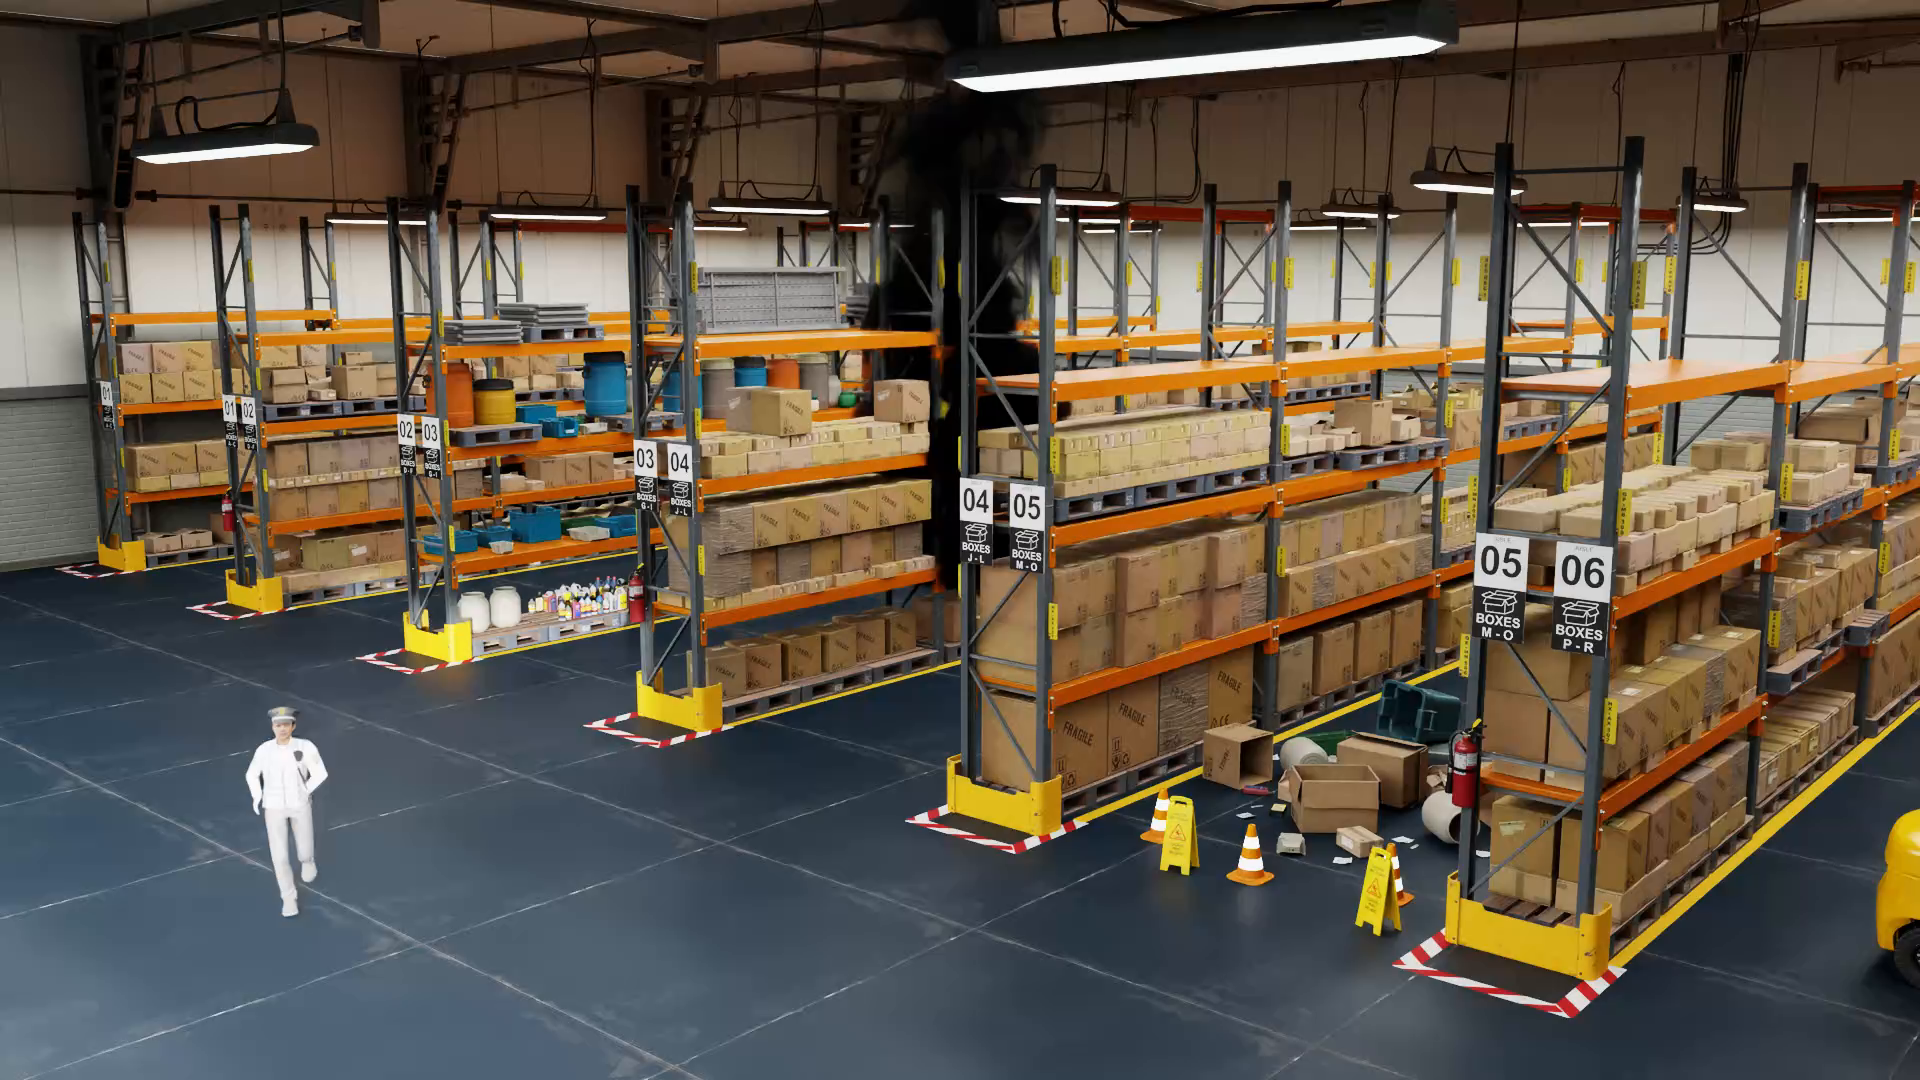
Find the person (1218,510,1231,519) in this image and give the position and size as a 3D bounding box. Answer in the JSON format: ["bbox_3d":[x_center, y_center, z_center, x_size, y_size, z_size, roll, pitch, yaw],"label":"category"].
[{"bbox_3d":[3.689,0.287,22.986,0.620,1.620,0.620,8,12,40],"label":"person"}]

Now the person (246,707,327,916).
[{"bbox_3d":[-5.434,2.139,13.439,0.622,1.654,0.717,-3,10,-16],"label":"person"}]
